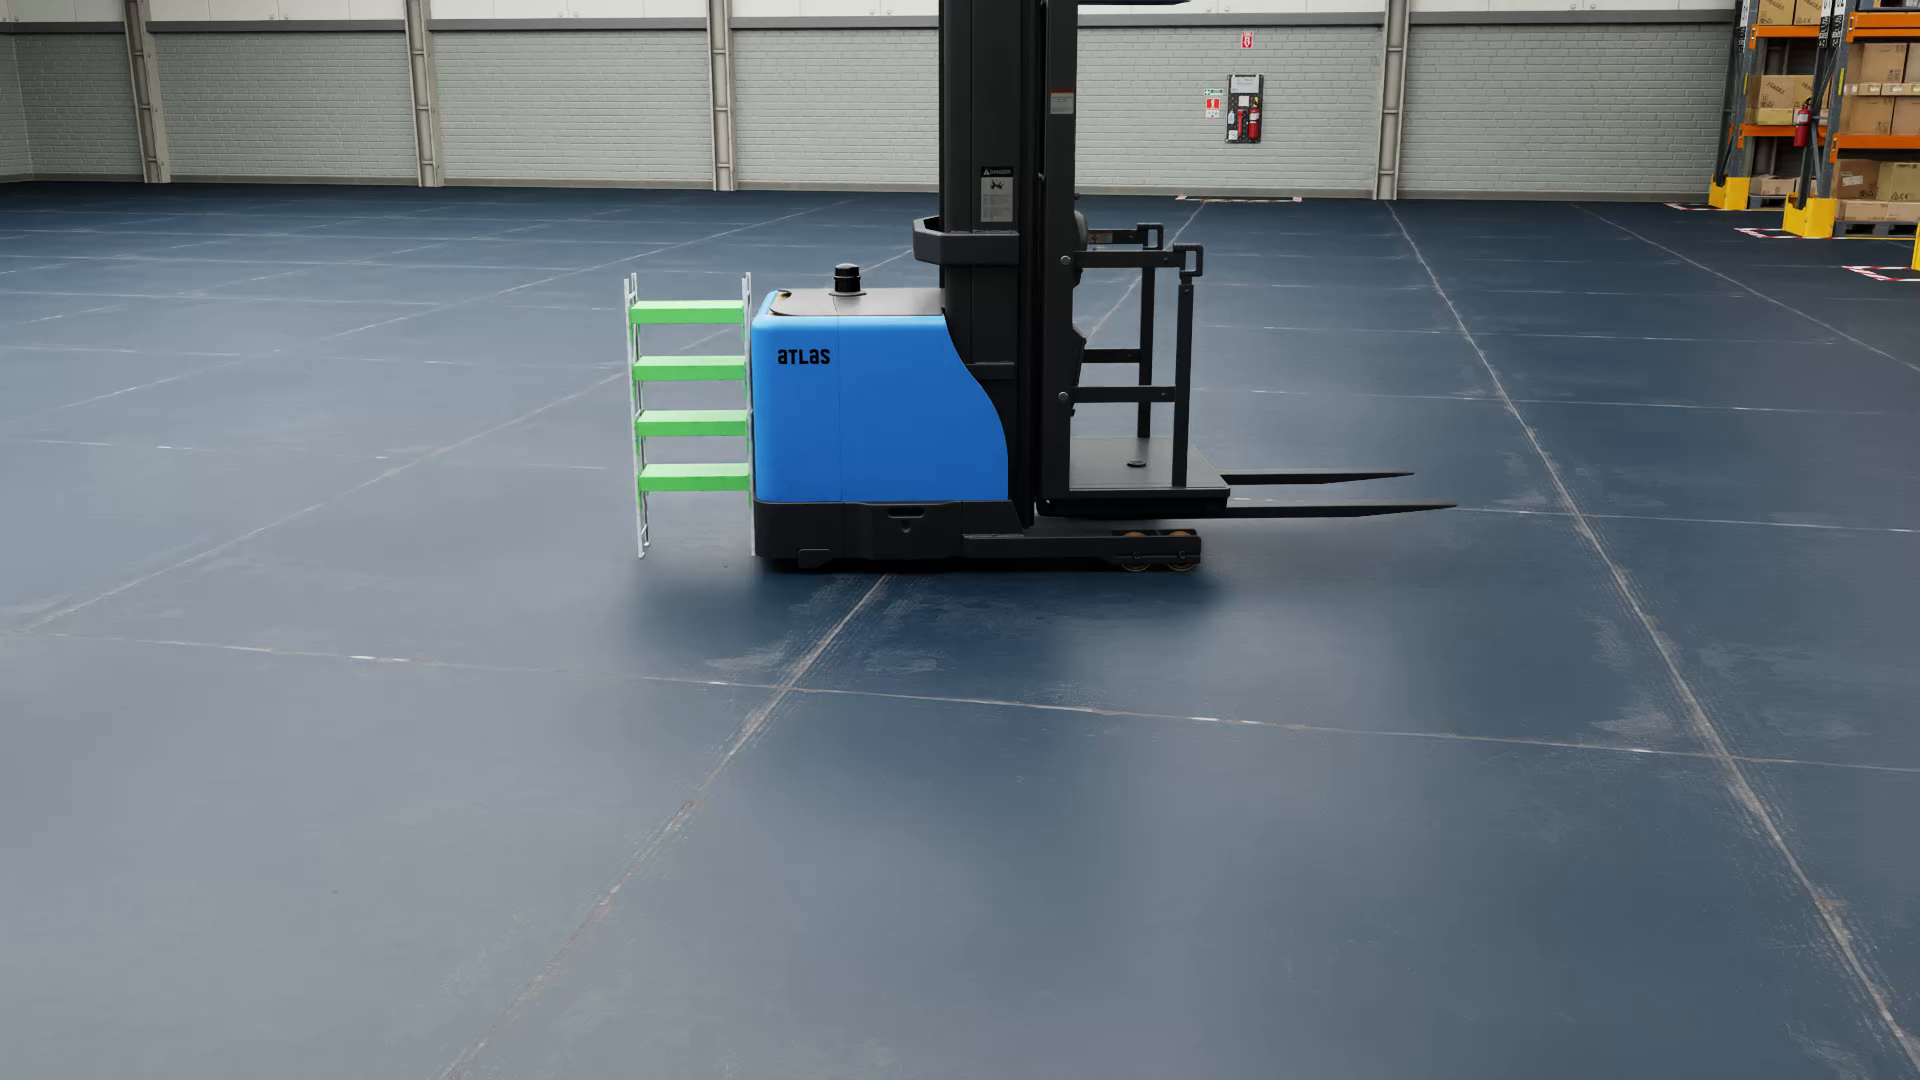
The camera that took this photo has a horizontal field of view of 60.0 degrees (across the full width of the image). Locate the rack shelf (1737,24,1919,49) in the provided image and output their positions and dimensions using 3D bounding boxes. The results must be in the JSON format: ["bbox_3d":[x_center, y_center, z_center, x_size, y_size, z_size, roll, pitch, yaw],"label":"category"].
[{"bbox_3d":[14.352,-7.853,25.953,4.000,0.370,1.077,3,16,11],"label":"rack shelf"}]

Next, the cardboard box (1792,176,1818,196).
[{"bbox_3d":[13.611,-5.686,26.614,0.500,0.311,0.500,4,16,16],"label":"cardboard box"}]

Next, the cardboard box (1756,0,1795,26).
[{"bbox_3d":[12.670,-8.281,25.925,0.500,0.500,0.500,4,16,13],"label":"cardboard box"}]

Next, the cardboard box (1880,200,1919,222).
[{"bbox_3d":[12.381,-4.330,21.868,0.500,0.250,0.500,3,16,11],"label":"cardboard box"}]

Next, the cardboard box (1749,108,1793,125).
[{"bbox_3d":[12.807,-6.689,26.265,0.500,0.250,0.500,3,16,9],"label":"cardboard box"}]

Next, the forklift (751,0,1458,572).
[{"bbox_3d":[0.630,-1.420,7.127,3.031,2.935,1.130,-1,15,-2],"label":"forklift"}]

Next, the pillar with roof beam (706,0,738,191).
[{"bbox_3d":[-5.246,-9.772,25.914,0.400,9.000,9.100,3,16,11],"label":"pillar with roof beam"}]

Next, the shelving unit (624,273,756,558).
[{"bbox_3d":[-1.148,-0.536,7.181,0.503,1.200,0.258,-1,15,-2],"label":"shelving unit"}]

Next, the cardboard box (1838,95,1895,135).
[{"bbox_3d":[11.864,-5.585,21.847,0.500,0.500,0.700,3,16,11],"label":"cardboard box"}]

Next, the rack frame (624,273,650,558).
[{"bbox_3d":[-1.391,-0.533,7.170,0.015,1.200,0.240,-1,15,-2],"label":"rack frame"}]

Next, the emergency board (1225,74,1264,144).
[{"bbox_3d":[4.957,-7.511,28.987,0.643,1.169,0.194,3,16,11],"label":"emergency board"}]

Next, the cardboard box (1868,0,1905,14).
[{"bbox_3d":[14.228,-8.194,25.609,0.500,0.500,0.500,4,16,15],"label":"cardboard box"}]

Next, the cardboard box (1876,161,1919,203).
[{"bbox_3d":[12.381,-4.691,21.766,0.500,0.500,0.500,3,16,11],"label":"cardboard box"}]

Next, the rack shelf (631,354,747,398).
[{"bbox_3d":[-1.148,-0.706,7.134,0.480,0.148,0.258,-1,15,-2],"label":"rack shelf"}]

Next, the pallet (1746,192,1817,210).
[{"bbox_3d":[13.256,-5.461,26.810,1.213,0.211,1.003,3,16,11],"label":"pallet"}]

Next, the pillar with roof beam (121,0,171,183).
[{"bbox_3d":[-17.005,-10.411,28.219,0.400,9.000,9.100,3,16,11],"label":"pillar with roof beam"}]

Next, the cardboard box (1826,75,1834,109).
[{"bbox_3d":[13.788,-6.998,25.974,0.500,0.500,0.500,3,16,9],"label":"cardboard box"}]

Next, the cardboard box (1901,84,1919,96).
[{"bbox_3d":[12.254,-5.821,21.486,0.250,0.149,0.380,3,16,11],"label":"cardboard box"}]

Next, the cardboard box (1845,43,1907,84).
[{"bbox_3d":[11.916,-6.207,21.664,0.500,0.500,0.700,3,16,11],"label":"cardboard box"}]

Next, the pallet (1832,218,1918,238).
[{"bbox_3d":[12.167,-4.191,22.227,1.213,0.211,1.003,3,16,11],"label":"pallet"}]

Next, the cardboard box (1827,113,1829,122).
[{"bbox_3d":[13.817,-6.637,26.075,0.500,0.250,0.500,3,16,10],"label":"cardboard box"}]

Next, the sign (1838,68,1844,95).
[{"bbox_3d":[11.293,-5.875,21.313,0.005,0.325,0.100,3,16,11],"label":"sign"}]

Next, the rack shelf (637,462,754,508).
[{"bbox_3d":[-1.148,-0.244,7.262,0.480,0.148,0.258,-1,15,-2],"label":"rack shelf"}]

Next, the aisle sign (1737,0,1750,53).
[{"bbox_3d":[12.262,-8.039,26.025,0.004,0.787,0.394,3,16,11],"label":"aisle sign"}]

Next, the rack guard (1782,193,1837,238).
[{"bbox_3d":[11.385,-4.361,22.301,0.348,0.500,1.175,3,16,11],"label":"rack guard"}]

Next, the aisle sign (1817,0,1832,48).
[{"bbox_3d":[11.403,-6.898,21.905,0.004,0.787,0.394,3,16,11],"label":"aisle sign"}]

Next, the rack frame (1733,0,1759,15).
[{"bbox_3d":[12.392,-9.752,25.841,0.127,3.000,1.000,3,16,11],"label":"rack frame"}]

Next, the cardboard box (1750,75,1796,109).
[{"bbox_3d":[12.800,-7.056,26.183,0.500,0.500,0.500,3,16,11],"label":"cardboard box"}]

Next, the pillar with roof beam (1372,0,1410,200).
[{"bbox_3d":[6.513,-9.134,23.610,0.400,9.000,9.100,3,16,11],"label":"pillar with roof beam"}]

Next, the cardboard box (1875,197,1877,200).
[{"bbox_3d":[12.486,-4.467,22.365,0.500,0.250,0.500,3,16,11],"label":"cardboard box"}]

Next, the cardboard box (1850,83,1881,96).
[{"bbox_3d":[11.751,-5.848,21.584,0.250,0.149,0.380,3,16,11],"label":"cardboard box"}]

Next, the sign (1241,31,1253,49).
[{"bbox_3d":[4.969,-8.654,28.773,0.199,0.298,0.001,3,16,11],"label":"sign"}]
